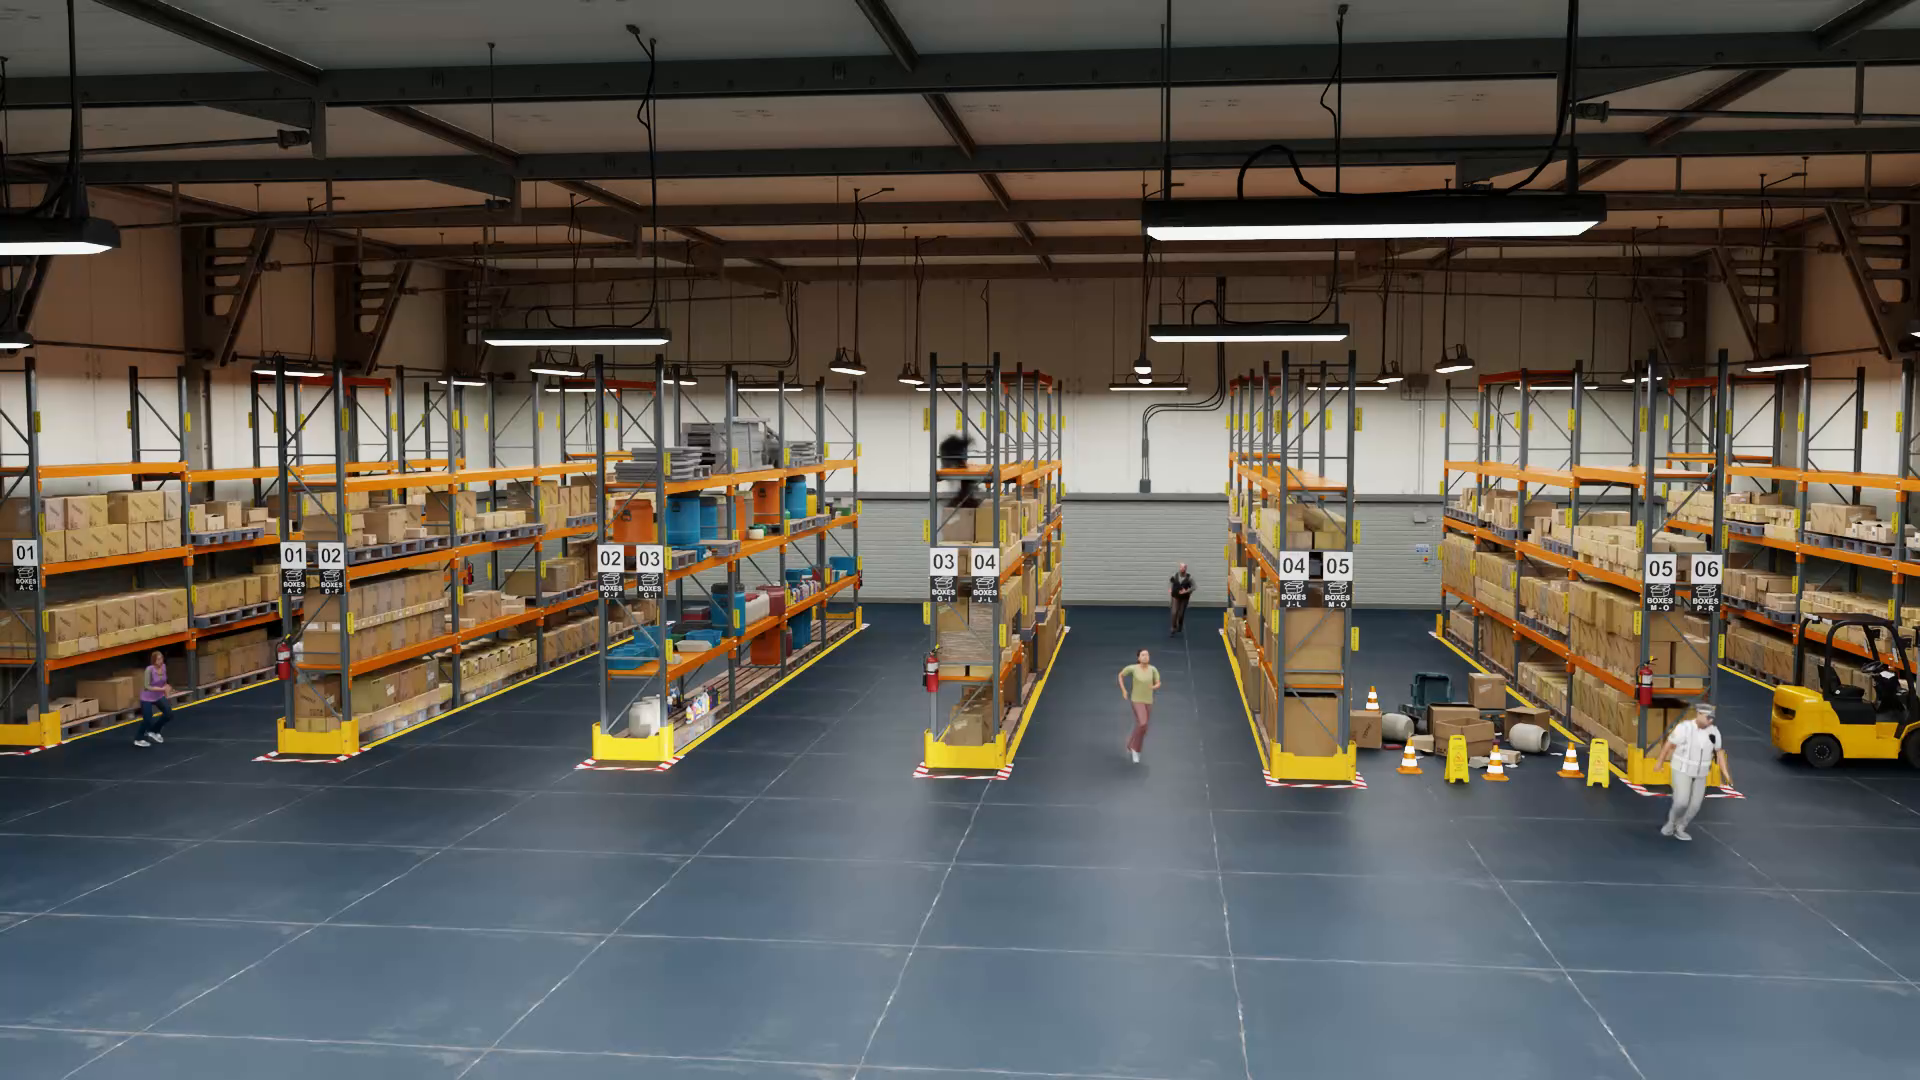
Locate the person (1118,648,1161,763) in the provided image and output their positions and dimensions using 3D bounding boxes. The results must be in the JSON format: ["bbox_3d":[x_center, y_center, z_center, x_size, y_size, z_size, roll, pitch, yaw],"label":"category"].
[{"bbox_3d":[2.696,2.433,24.677,0.557,1.679,0.678,-2,4,-22],"label":"person"}]

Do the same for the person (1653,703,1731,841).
[{"bbox_3d":[8.701,2.756,19.734,0.677,1.686,0.675,-1,4,-8],"label":"person"}]

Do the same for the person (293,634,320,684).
[{"bbox_3d":[-11.150,2.279,28.283,0.627,1.481,0.903,-2,4,-21],"label":"person"}]

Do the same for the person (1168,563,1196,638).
[{"bbox_3d":[5.209,1.396,39.037,0.683,1.723,0.924,1,4,16],"label":"person"}]

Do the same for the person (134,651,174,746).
[{"bbox_3d":[-12.385,2.444,25.585,0.831,1.503,0.552,2,4,23],"label":"person"}]
